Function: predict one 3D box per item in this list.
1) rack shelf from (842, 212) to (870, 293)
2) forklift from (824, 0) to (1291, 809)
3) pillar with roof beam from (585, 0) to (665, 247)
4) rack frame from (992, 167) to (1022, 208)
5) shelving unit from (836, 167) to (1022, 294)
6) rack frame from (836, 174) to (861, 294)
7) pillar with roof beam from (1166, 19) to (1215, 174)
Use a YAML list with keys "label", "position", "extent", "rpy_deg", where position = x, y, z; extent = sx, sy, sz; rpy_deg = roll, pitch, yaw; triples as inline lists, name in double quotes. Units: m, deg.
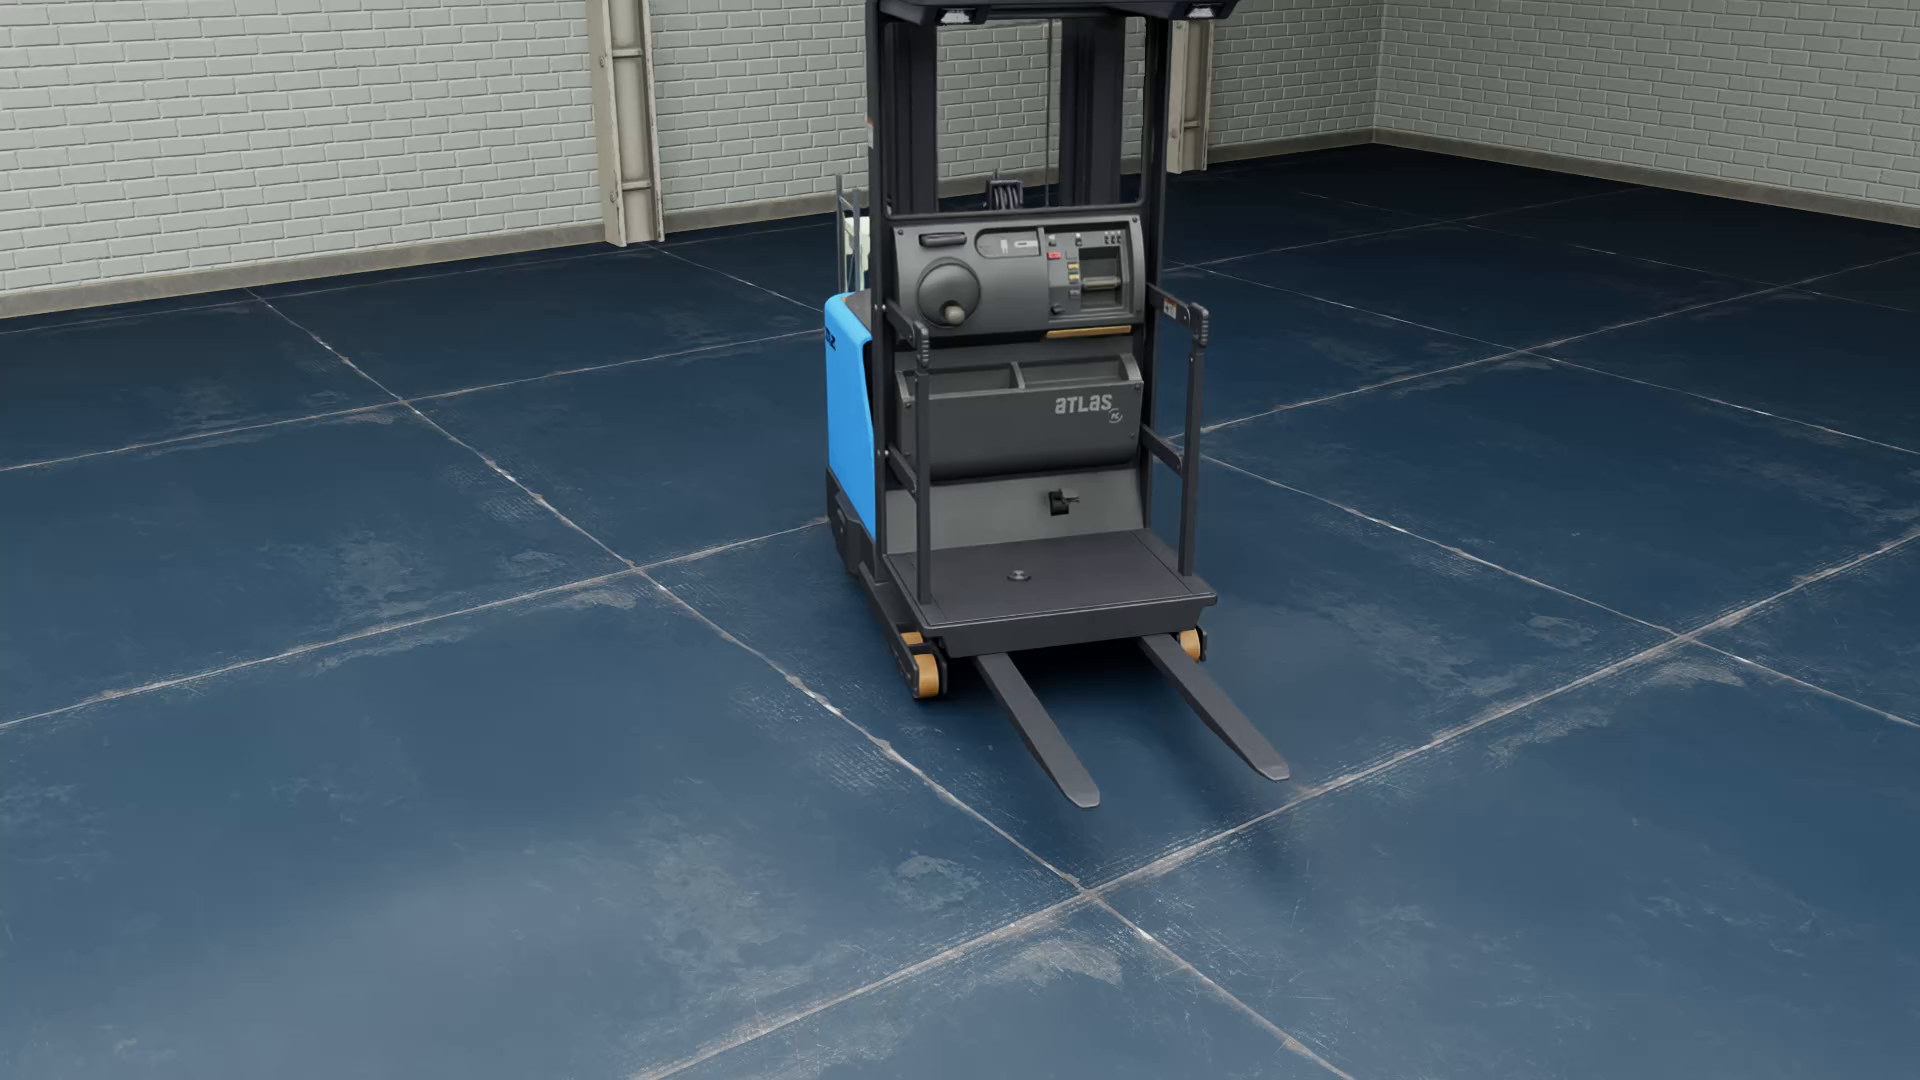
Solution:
- label: "rack shelf"
  position: [-0.143, -1.278, 7.522]
  extent: [0.720, 0.370, 0.431]
  rpy_deg: [-6, 23, -15]
- label: "forklift"
  position: [0.280, -0.949, 5.820]
  extent: [1.130, 2.935, 3.031]
  rpy_deg: [-6, 22, -14]
- label: "pillar with roof beam"
  position: [-0.122, -5.311, 8.565]
  extent: [0.400, 9.000, 9.100]
  rpy_deg: [-15, 26, -33]
- label: "rack frame"
  position: [0.210, -0.952, 7.759]
  extent: [0.023, 1.500, 0.400]
  rpy_deg: [-6, 23, -15]
- label: "shelving unit"
  position: [-0.143, -0.915, 7.667]
  extent: [0.755, 1.500, 0.431]
  rpy_deg: [-6, 23, -15]
- label: "rack frame"
  position: [-0.495, -0.879, 7.575]
  extent: [0.023, 1.500, 0.400]
  rpy_deg: [-6, 23, -15]
- label: "pillar with roof beam"
  position: [4.748, -6.610, 11.819]
  extent: [0.400, 9.000, 9.100]
  rpy_deg: [-15, 26, -33]
